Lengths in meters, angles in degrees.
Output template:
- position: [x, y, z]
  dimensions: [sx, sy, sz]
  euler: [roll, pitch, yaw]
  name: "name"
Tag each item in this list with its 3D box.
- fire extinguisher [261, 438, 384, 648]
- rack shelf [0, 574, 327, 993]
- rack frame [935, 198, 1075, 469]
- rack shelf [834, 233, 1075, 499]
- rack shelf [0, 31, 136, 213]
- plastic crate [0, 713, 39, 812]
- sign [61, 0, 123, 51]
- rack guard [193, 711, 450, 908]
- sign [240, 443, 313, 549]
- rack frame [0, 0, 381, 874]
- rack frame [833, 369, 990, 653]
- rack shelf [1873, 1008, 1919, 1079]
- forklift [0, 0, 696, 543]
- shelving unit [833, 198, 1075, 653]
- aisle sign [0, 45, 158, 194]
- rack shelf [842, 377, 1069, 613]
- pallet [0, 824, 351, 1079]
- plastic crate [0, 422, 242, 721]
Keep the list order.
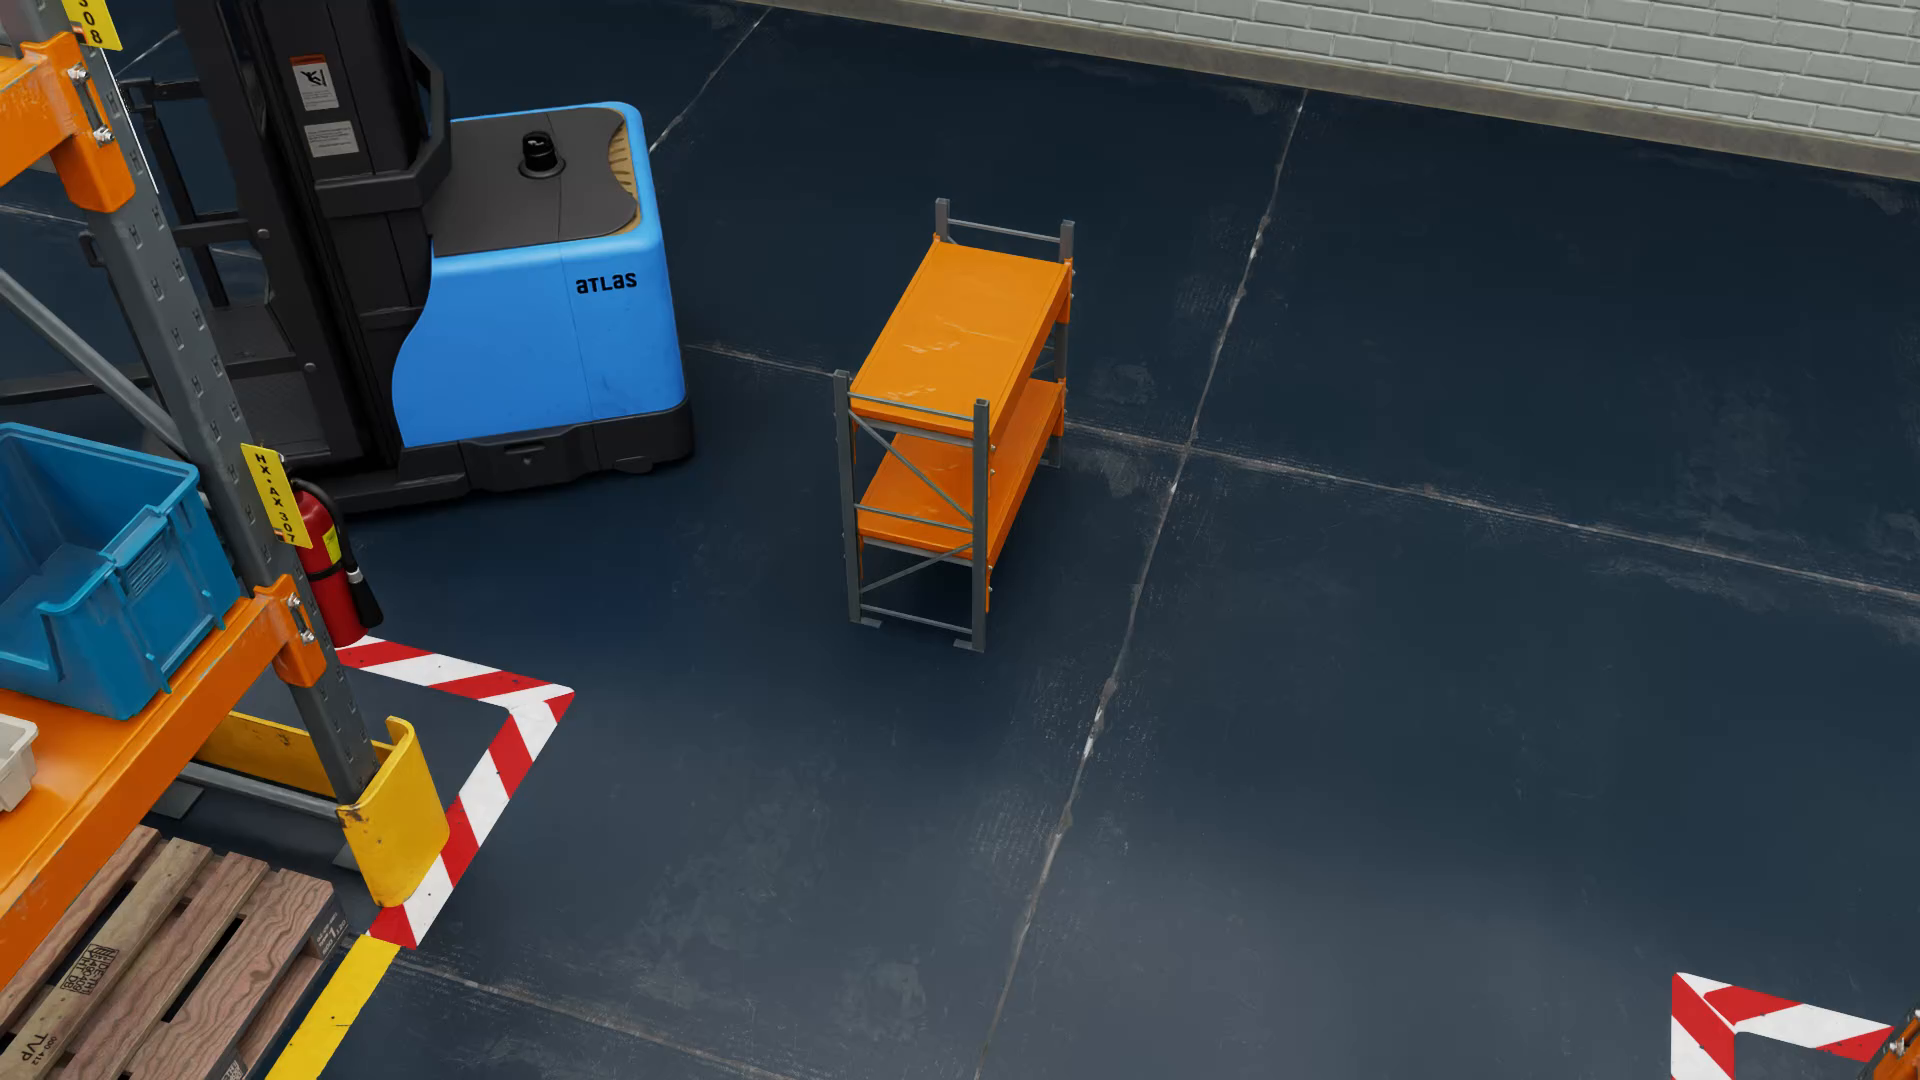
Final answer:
- position: [-1.732, 0.004, 4.423]
  dimensions: [0.296, 0.674, 0.183]
  euler: [13, 46, 13]
  name: "fire extinguisher"
- position: [-2.816, 1.438, 3.151]
  dimensions: [1.077, 0.370, 4.000]
  euler: [13, 46, 13]
  name: "rack shelf"
- position: [0.156, -0.745, 6.207]
  dimensions: [0.500, 1.125, 0.032]
  euler: [13, 46, 13]
  name: "rack frame"
- position: [0.002, -0.616, 5.656]
  dimensions: [0.538, 0.278, 1.000]
  euler: [13, 46, 13]
  name: "rack shelf"
- position: [-2.816, 0.366, 2.101]
  dimensions: [1.077, 0.370, 4.000]
  euler: [13, 46, 13]
  name: "rack shelf"
- position: [-2.285, 0.502, 3.738]
  dimensions: [0.396, 0.136, 0.243]
  euler: [13, 46, 13]
  name: "plastic crate"
- position: [-1.682, -1.082, 3.141]
  dimensions: [0.100, 0.325, 0.005]
  euler: [13, 46, 13]
  name: "sign"
- position: [-2.216, 0.722, 5.155]
  dimensions: [1.175, 0.500, 0.348]
  euler: [13, 46, 13]
  name: "rack guard"
- position: [-1.682, -0.105, 4.096]
  dimensions: [0.100, 0.325, 0.005]
  euler: [13, 46, 13]
  name: "sign"
- position: [-2.211, -0.153, 4.261]
  dimensions: [1.000, 3.000, 0.127]
  euler: [13, 46, 13]
  name: "rack frame"
- position: [-0.152, -0.068, 5.515]
  dimensions: [0.500, 1.125, 0.032]
  euler: [13, 46, 13]
  name: "rack frame"
- position: [1.904, 2.487, 2.078]
  dimensions: [1.077, 0.370, 4.000]
  euler: [13, 46, 13]
  name: "rack shelf"
- position: [-2.610, -1.444, 5.630]
  dimensions: [3.031, 2.935, 1.130]
  euler: [-9, 45, -9]
  name: "forklift"
- position: [0.002, -0.407, 5.861]
  dimensions: [0.538, 1.125, 1.048]
  euler: [13, 46, 13]
  name: "shelving unit"
- position: [-1.910, -1.068, 3.338]
  dimensions: [0.394, 0.787, 0.004]
  euler: [13, 46, 13]
  name: "aisle sign"
- position: [0.002, -0.232, 6.032]
  dimensions: [0.538, 0.278, 1.000]
  euler: [13, 46, 13]
  name: "rack shelf"
- position: [-2.497, 1.386, 4.683]
  dimensions: [1.003, 0.211, 1.213]
  euler: [13, 46, 13]
  name: "pallet"
- position: [-2.134, 0.076, 3.959]
  dimensions: [0.616, 0.435, 0.499]
  euler: [13, 46, 13]
  name: "plastic crate"
